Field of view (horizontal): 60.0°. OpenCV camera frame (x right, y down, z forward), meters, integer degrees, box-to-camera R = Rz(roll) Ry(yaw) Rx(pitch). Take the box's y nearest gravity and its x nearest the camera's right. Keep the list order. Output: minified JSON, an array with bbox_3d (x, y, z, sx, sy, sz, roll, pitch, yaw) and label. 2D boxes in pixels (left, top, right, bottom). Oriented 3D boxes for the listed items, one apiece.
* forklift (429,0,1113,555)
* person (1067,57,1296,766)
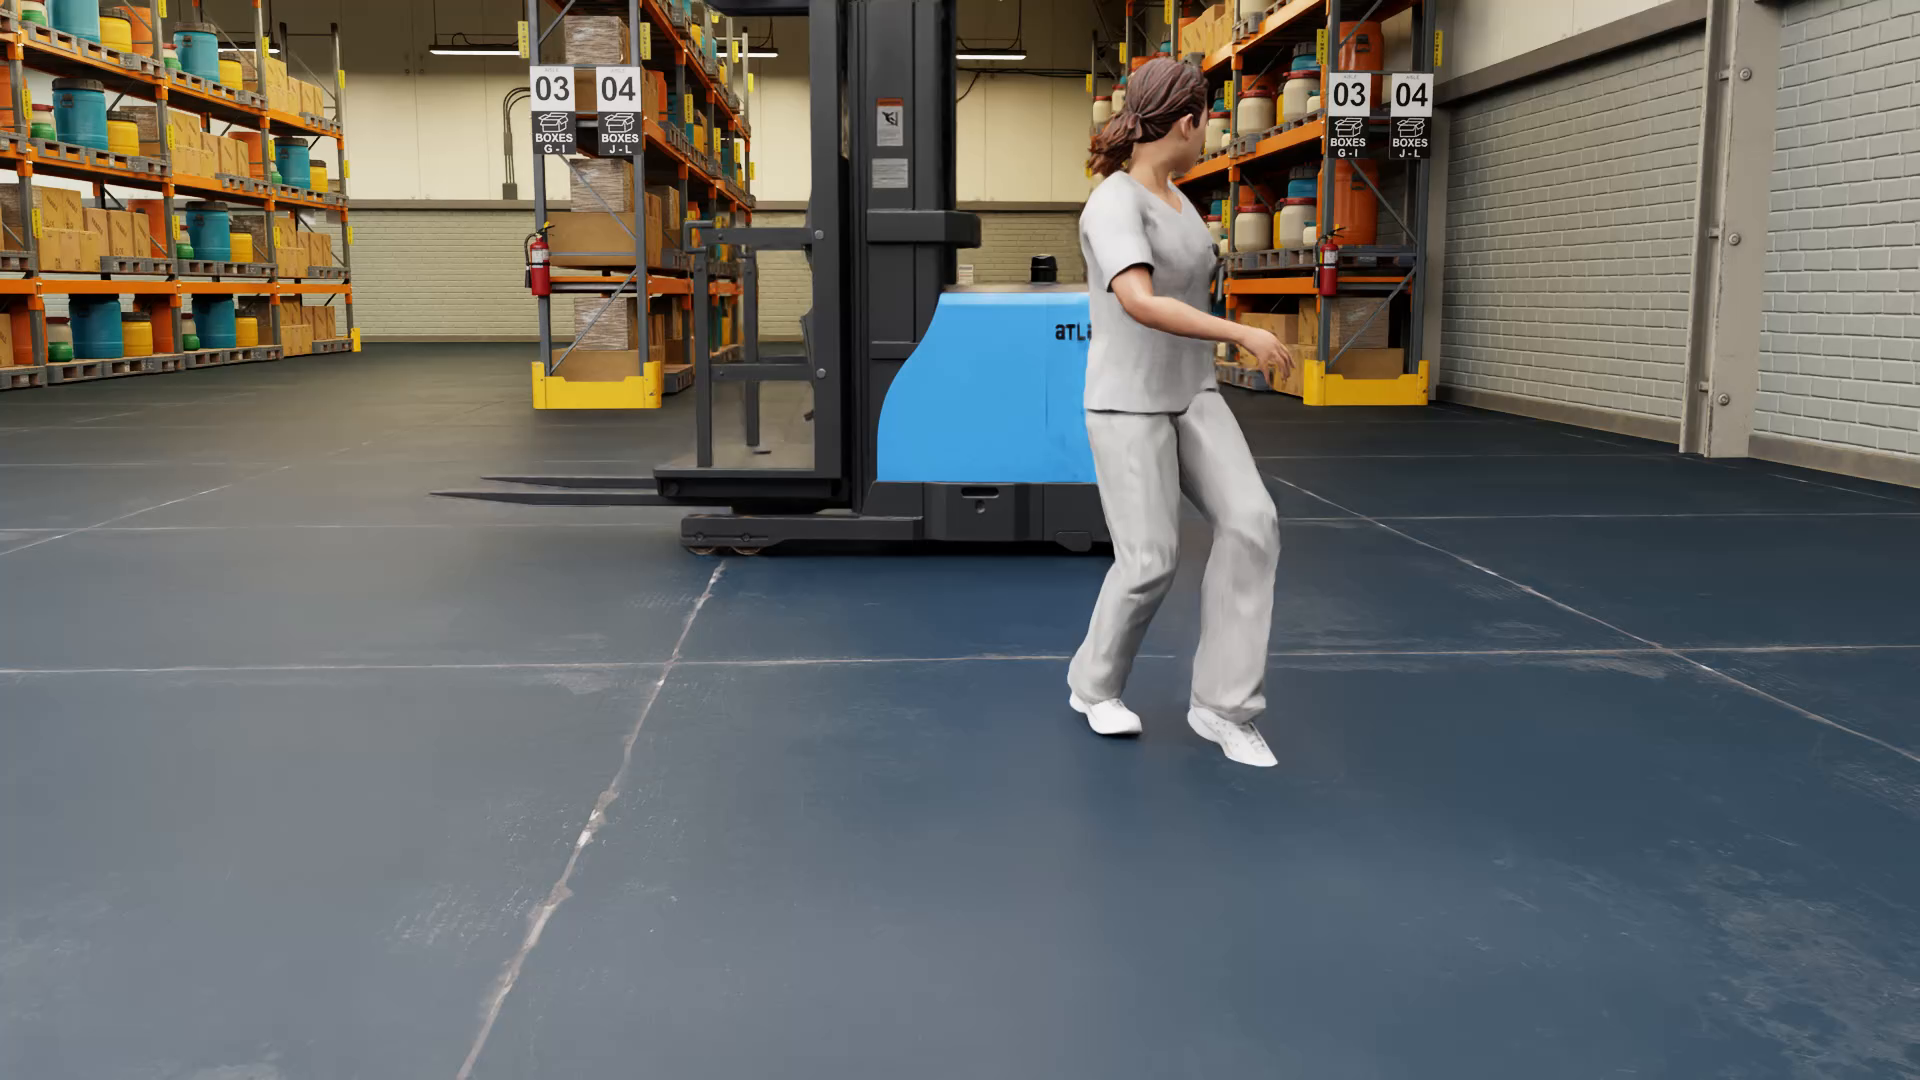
[{"bbox_3d":[-0.751,-1.463,7.185,3.031,2.935,1.130,1,8,4],"label":"forklift"},{"bbox_3d":[0.476,-0.291,3.973,0.503,1.669,0.784,-7,11,-38],"label":"person"}]
